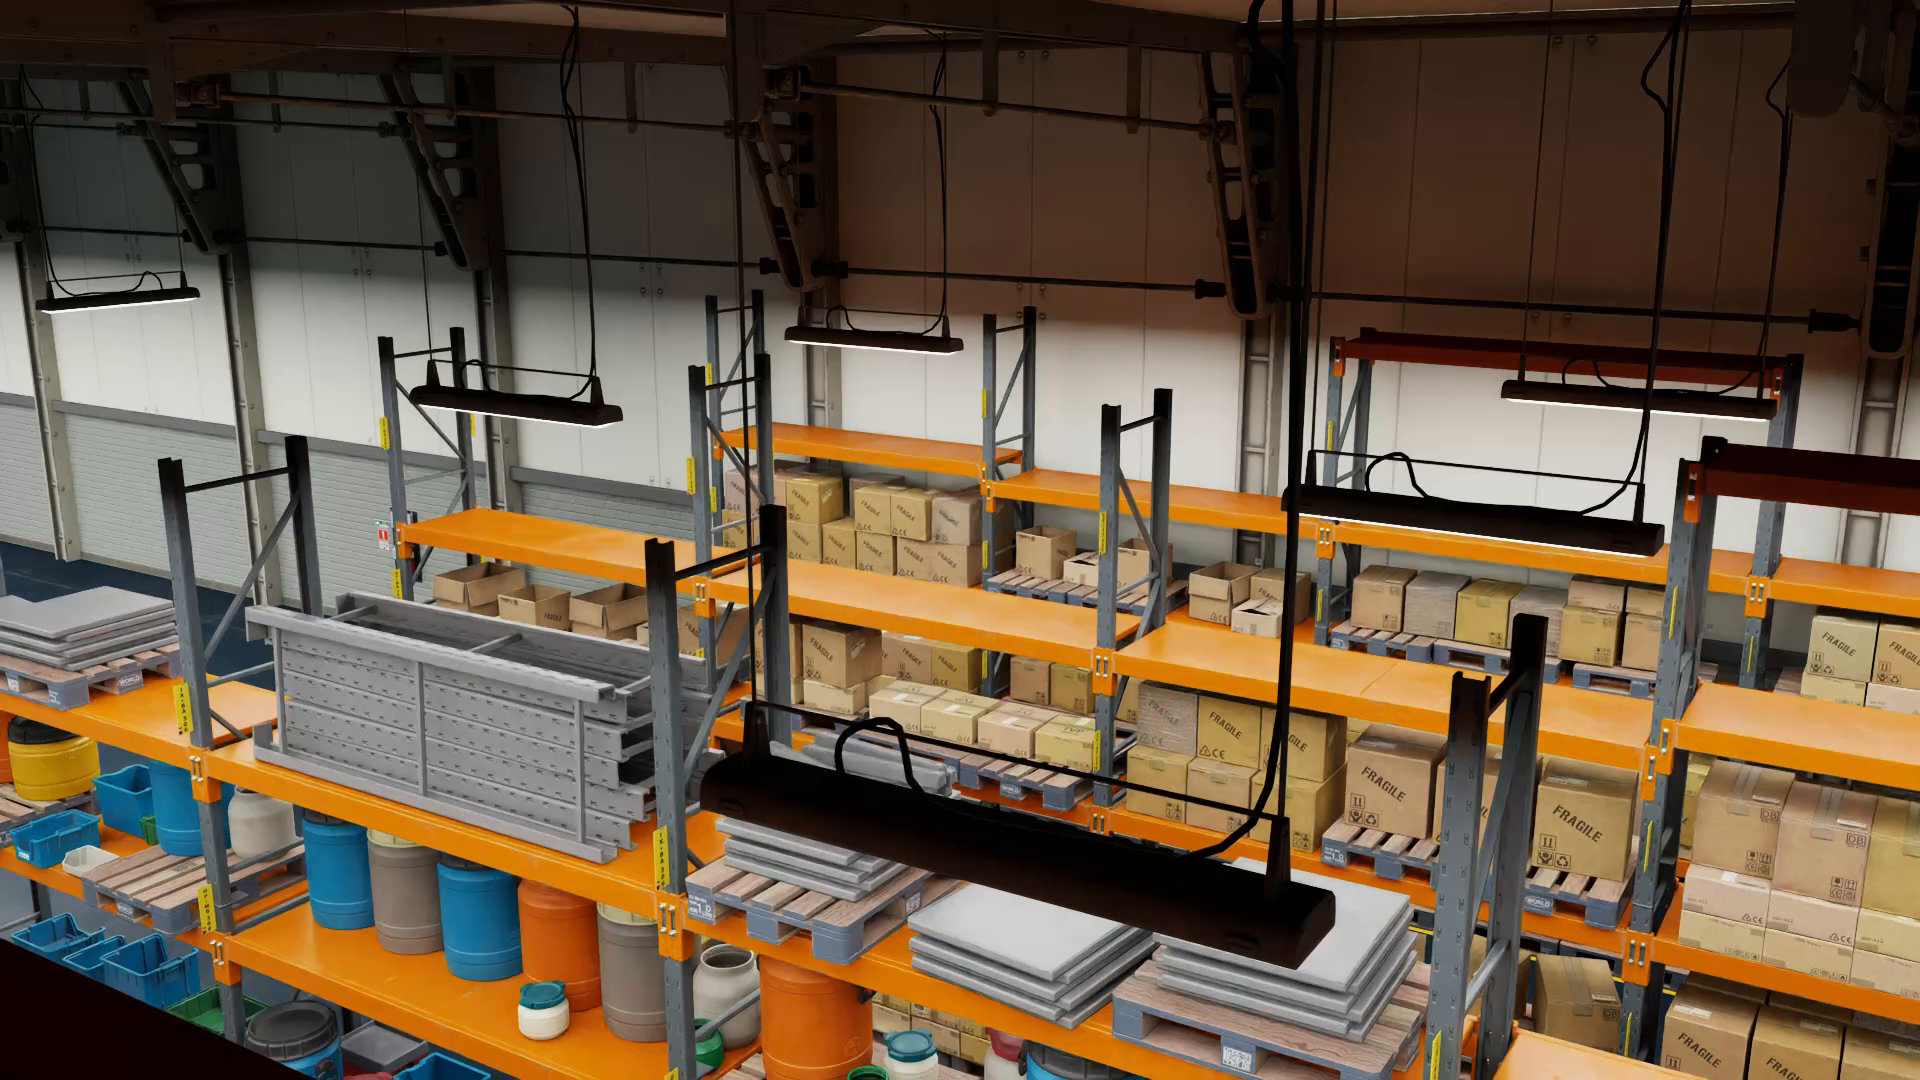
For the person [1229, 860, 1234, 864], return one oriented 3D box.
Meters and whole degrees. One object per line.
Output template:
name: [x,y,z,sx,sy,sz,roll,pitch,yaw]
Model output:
person: [2.652,3.611,15.136,0.721,1.687,0.697,12,18,40]
